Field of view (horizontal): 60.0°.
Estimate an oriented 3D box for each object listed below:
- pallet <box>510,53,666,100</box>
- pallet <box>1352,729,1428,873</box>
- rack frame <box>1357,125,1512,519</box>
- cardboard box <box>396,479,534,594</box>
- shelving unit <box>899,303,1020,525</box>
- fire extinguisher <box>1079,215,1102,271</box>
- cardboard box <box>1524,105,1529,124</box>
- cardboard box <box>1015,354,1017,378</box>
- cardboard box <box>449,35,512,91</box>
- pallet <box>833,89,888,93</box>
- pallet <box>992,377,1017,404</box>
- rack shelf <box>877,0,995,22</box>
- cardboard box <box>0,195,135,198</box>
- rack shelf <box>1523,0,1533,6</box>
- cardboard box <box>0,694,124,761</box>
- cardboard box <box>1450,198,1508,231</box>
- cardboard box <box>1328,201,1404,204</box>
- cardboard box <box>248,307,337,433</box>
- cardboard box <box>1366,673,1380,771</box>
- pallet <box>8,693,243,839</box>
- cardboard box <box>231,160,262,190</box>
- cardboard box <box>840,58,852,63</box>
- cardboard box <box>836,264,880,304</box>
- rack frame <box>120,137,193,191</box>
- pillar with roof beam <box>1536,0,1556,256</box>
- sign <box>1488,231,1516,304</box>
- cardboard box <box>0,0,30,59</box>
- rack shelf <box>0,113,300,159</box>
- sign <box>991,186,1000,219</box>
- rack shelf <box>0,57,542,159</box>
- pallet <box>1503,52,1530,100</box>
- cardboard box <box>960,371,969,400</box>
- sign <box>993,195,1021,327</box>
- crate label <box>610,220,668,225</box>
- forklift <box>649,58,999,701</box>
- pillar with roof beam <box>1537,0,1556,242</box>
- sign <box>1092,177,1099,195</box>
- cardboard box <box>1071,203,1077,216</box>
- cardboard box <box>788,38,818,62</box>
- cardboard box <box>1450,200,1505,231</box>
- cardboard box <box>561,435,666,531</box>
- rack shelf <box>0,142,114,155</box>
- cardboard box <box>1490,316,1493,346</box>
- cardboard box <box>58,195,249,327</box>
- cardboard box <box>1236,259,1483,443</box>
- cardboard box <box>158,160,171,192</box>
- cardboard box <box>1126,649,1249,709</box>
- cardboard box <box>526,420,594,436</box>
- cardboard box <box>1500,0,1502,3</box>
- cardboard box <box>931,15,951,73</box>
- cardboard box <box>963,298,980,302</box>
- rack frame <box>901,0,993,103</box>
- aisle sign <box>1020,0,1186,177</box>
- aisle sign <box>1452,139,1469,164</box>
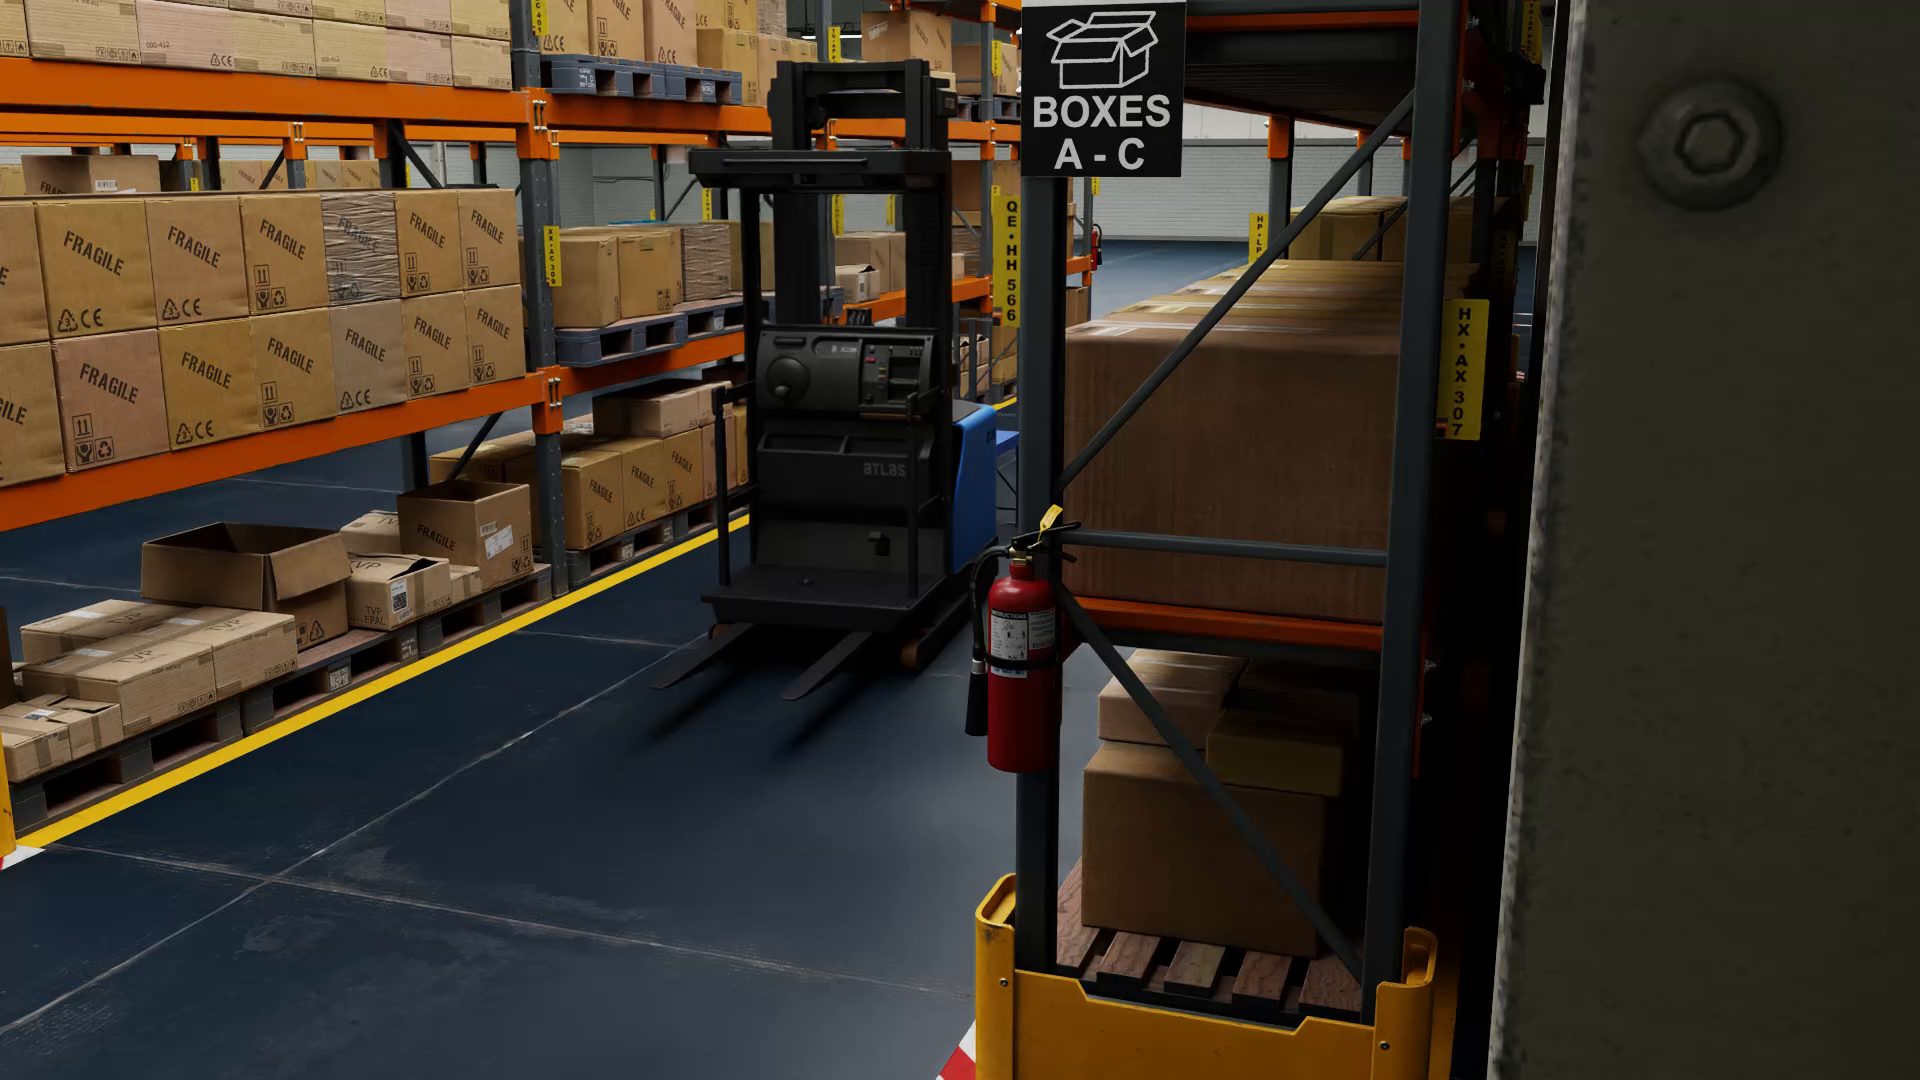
[{"bbox_3d":[-2.477,-2.676,9.653,1.213,0.211,1.003,4,14,18],"label":"pallet"},{"bbox_3d":[1.221,0.954,6.332,1.003,0.211,1.213,4,14,18],"label":"pallet"},{"bbox_3d":[3.228,-1.659,11.518,1.000,3.000,0.127,4,14,18],"label":"rack frame"},{"bbox_3d":[-2.670,-0.029,9.001,0.500,0.500,0.500,4,14,18],"label":"cardboard box"},{"bbox_3d":[0.028,-0.749,10.900,0.538,1.500,1.048,4,14,18],"label":"shelving unit"},{"bbox_3d":[1.606,-3.653,20.428,0.296,0.674,0.183,4,14,18],"label":"fire extinguisher"},{"bbox_3d":[5.421,-4.430,16.648,0.500,0.500,0.500,5,14,22],"label":"cardboard box"},{"bbox_3d":[0.438,-1.902,17.818,0.500,0.250,0.500,4,14,18],"label":"cardboard box"},{"bbox_3d":[-2.660,-2.441,8.537,0.500,0.250,0.500,4,14,18],"label":"cardboard box"},{"bbox_3d":[-1.325,-3.535,13.418,1.213,0.211,1.003,5,14,21],"label":"pallet"},{"bbox_3d":[0.131,-1.663,17.797,1.003,0.211,1.213,4,14,18],"label":"pallet"},{"bbox_3d":[-0.813,-4.816,14.379,1.077,0.370,4.000,4,14,18],"label":"rack shelf"},{"bbox_3d":[-3.839,-1.197,7.018,0.500,0.500,0.500,5,14,20],"label":"cardboard box"},{"bbox_3d":[3.875,-4.460,12.820,1.077,0.370,4.000,4,14,18],"label":"rack shelf"},{"bbox_3d":[-3.507,0.720,6.472,0.380,0.166,0.250,4,14,18],"label":"cardboard box"},{"bbox_3d":[3.156,-2.006,10.411,0.500,0.250,0.500,4,13,17],"label":"cardboard box"},{"bbox_3d":[2.347,-1.825,9.619,0.500,0.250,0.500,4,13,17],"label":"cardboard box"},{"bbox_3d":[-3.165,-0.774,7.412,0.500,0.500,0.500,5,14,19],"label":"cardboard box"},{"bbox_3d":[1.261,0.560,6.466,0.700,0.500,0.500,5,14,20],"label":"cardboard box"},{"bbox_3d":[-3.767,0.845,6.813,1.003,0.211,1.213,4,14,18],"label":"pallet"},{"bbox_3d":[-8.992,-4.435,20.536,0.500,0.500,0.500,4,14,18],"label":"cardboard box"},{"bbox_3d":[-1.214,-3.821,13.638,0.500,0.250,0.500,5,14,20],"label":"cardboard box"},{"bbox_3d":[-0.988,-2.146,13.851,0.500,0.311,0.500,4,14,18],"label":"cardboard box"},{"bbox_3d":[-9.538,-3.572,19.895,1.000,3.000,0.127,4,14,18],"label":"rack frame"},{"bbox_3d":[10.101,-11.422,40.809,9.100,9.000,0.548,4,14,18],"label":"pillar with roof beam"},{"bbox_3d":[2.460,-1.238,7.549,0.100,0.325,0.005,4,14,18],"label":"sign"},{"bbox_3d":[-3.642,-1.810,5.773,0.500,0.250,0.500,4,14,18],"label":"cardboard box"},{"bbox_3d":[-6.793,-3.063,12.544,1.077,0.370,4.000,4,14,18],"label":"rack shelf"},{"bbox_3d":[0.351,-3.346,16.484,0.100,0.325,0.005,4,14,18],"label":"sign"},{"bbox_3d":[-3.402,-1.864,7.288,1.077,0.370,4.000,4,14,18],"label":"rack shelf"},{"bbox_3d":[2.711,-2.655,9.562,1.003,0.211,1.213,5,14,21],"label":"pallet"},{"bbox_3d":[-0.191,-1.507,16.086,0.500,0.250,0.500,4,13,18],"label":"cardboard box"},{"bbox_3d":[0.131,-0.697,4.167,0.100,0.325,0.005,4,14,18],"label":"sign"},{"bbox_3d":[-3.897,-3.667,20.235,0.502,0.435,0.616,4,14,18],"label":"crate label"},{"bbox_3d":[-0.641,-0.882,8.264,1.130,2.935,3.031,3,13,14],"label":"forklift"},{"bbox_3d":[12.042,-12.685,46.344,9.100,9.000,0.548,4,14,18],"label":"pillar with roof beam"},{"bbox_3d":[1.637,-4.338,20.117,0.100,0.325,0.005,4,14,18],"label":"sign"},{"bbox_3d":[1.185,-3.971,19.961,0.380,0.149,0.250,4,13,17],"label":"cardboard box"},{"bbox_3d":[-1.569,-3.432,12.319,0.910,0.500,0.500,4,14,18],"label":"cardboard box"},{"bbox_3d":[2.987,-1.898,9.939,0.500,0.250,0.500,4,13,17],"label":"cardboard box"},{"bbox_3d":[-2.205,-0.366,10.481,0.500,0.500,0.500,5,14,19],"label":"cardboard box"},{"bbox_3d":[-13.552,-5.483,23.144,1.077,0.370,4.000,4,14,18],"label":"rack shelf"},{"bbox_3d":[2.649,-1.316,9.073,0.500,0.500,0.500,4,13,17],"label":"cardboard box"},{"bbox_3d":[-3.327,-1.157,6.845,0.500,0.500,0.500,5,14,19],"label":"cardboard box"},{"bbox_3d":[1.743,-0.850,7.299,0.980,0.700,0.700,5,14,19],"label":"cardboard box"},{"bbox_3d":[-9.653,-4.367,20.241,0.500,0.500,0.500,4,14,18],"label":"cardboard box"},{"bbox_3d":[0.723,0.474,5.386,0.380,0.149,0.250,5,14,20],"label":"cardboard box"},{"bbox_3d":[-2.535,-0.503,11.077,0.500,0.500,0.500,5,14,19],"label":"cardboard box"},{"bbox_3d":[1.934,-2.299,6.747,0.500,0.250,0.500,4,14,19],"label":"cardboard box"},{"bbox_3d":[-0.403,-4.690,15.763,0.500,0.500,0.500,5,14,19],"label":"cardboard box"},{"bbox_3d":[0.108,-2.411,18.359,0.500,0.500,0.500,4,14,18],"label":"cardboard box"},{"bbox_3d":[-0.166,-5.782,16.099,1.000,3.000,0.127,4,14,18],"label":"rack frame"},{"bbox_3d":[0.333,-1.249,3.877,0.394,0.787,0.004,4,14,18],"label":"aisle sign"},{"bbox_3d":[5.556,-4.648,18.769,0.394,0.787,0.004,4,14,18],"label":"aisle sign"}]
